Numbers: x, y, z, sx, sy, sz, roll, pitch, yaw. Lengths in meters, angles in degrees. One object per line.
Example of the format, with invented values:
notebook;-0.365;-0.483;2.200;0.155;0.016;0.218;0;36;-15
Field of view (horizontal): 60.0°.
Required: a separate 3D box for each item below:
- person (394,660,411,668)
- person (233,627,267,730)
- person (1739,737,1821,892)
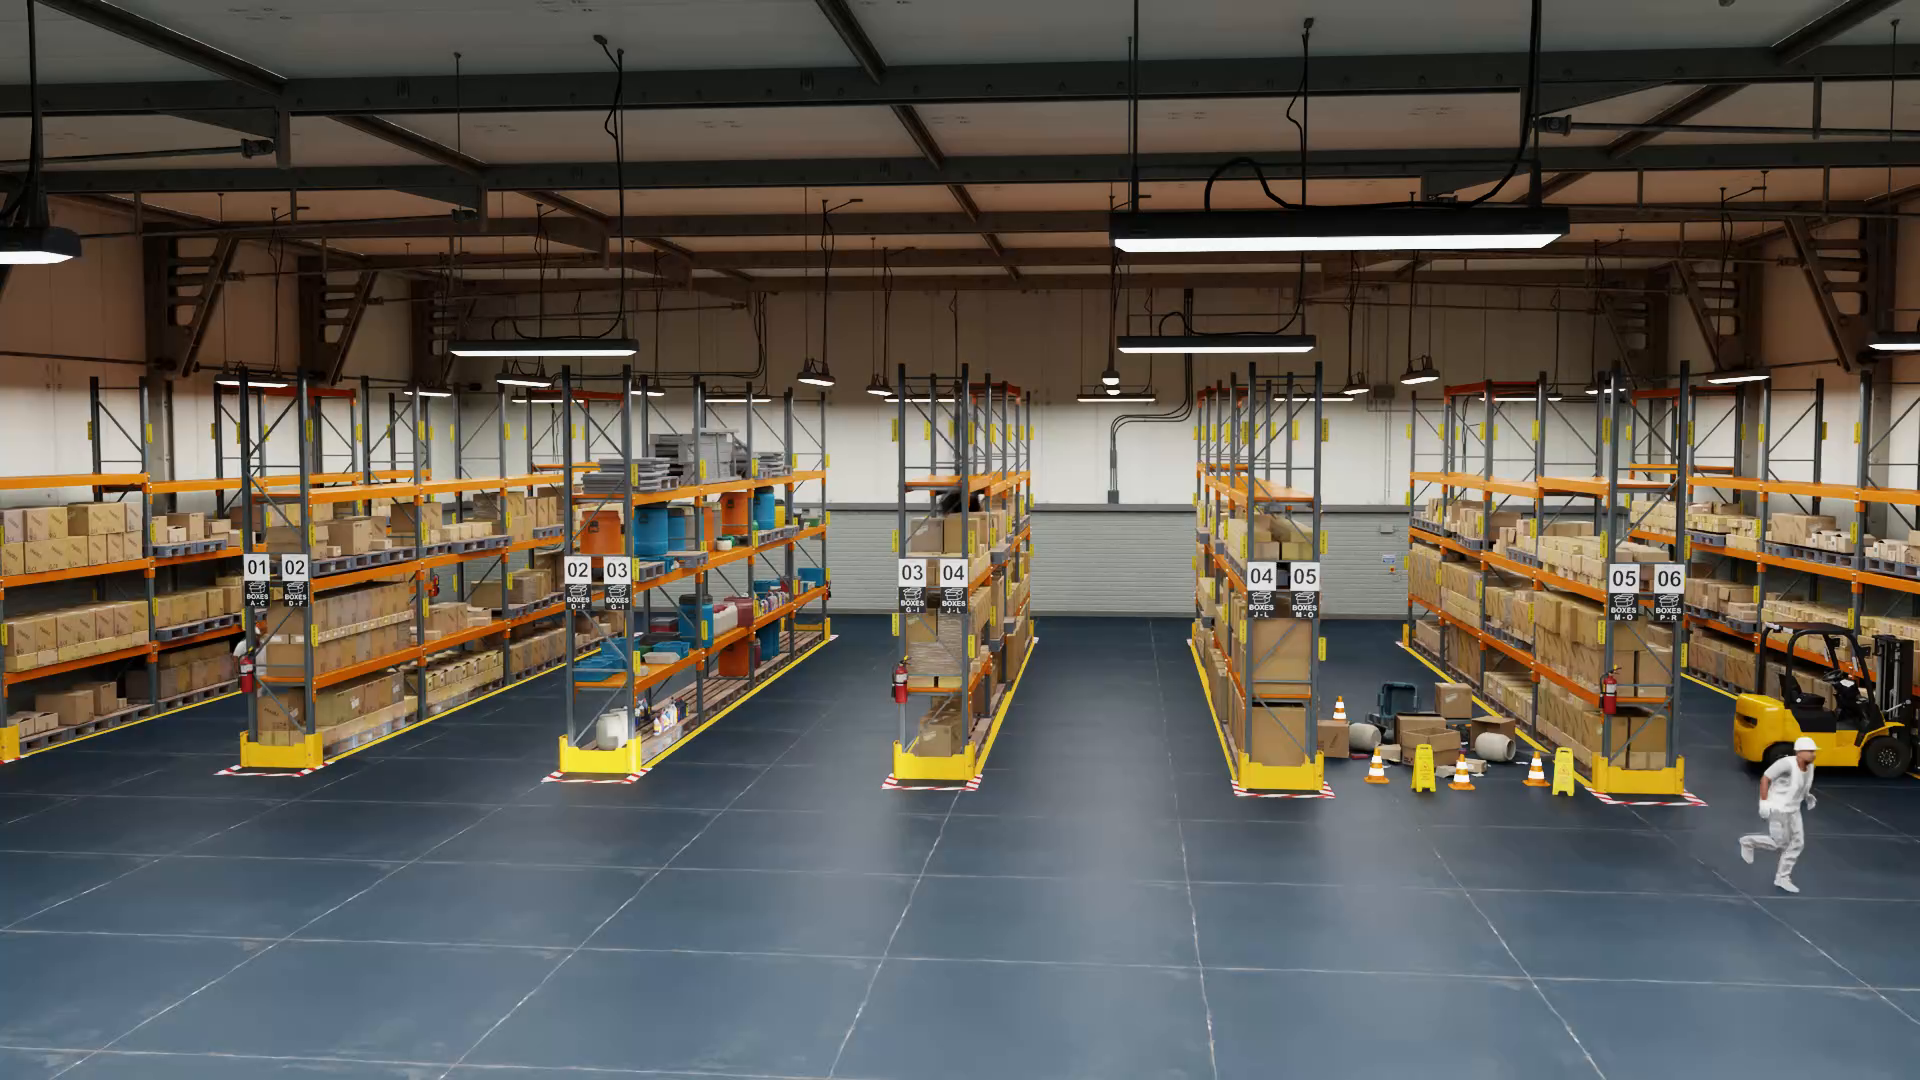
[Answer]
person;-10.974;2.113;32.809;0.507;1.635;0.697;0;4;5
person;-12.053;2.338;28.457;0.708;1.745;0.903;-1;4;-12
person;9.075;2.988;18.413;0.681;1.715;0.876;-2;4;-34
